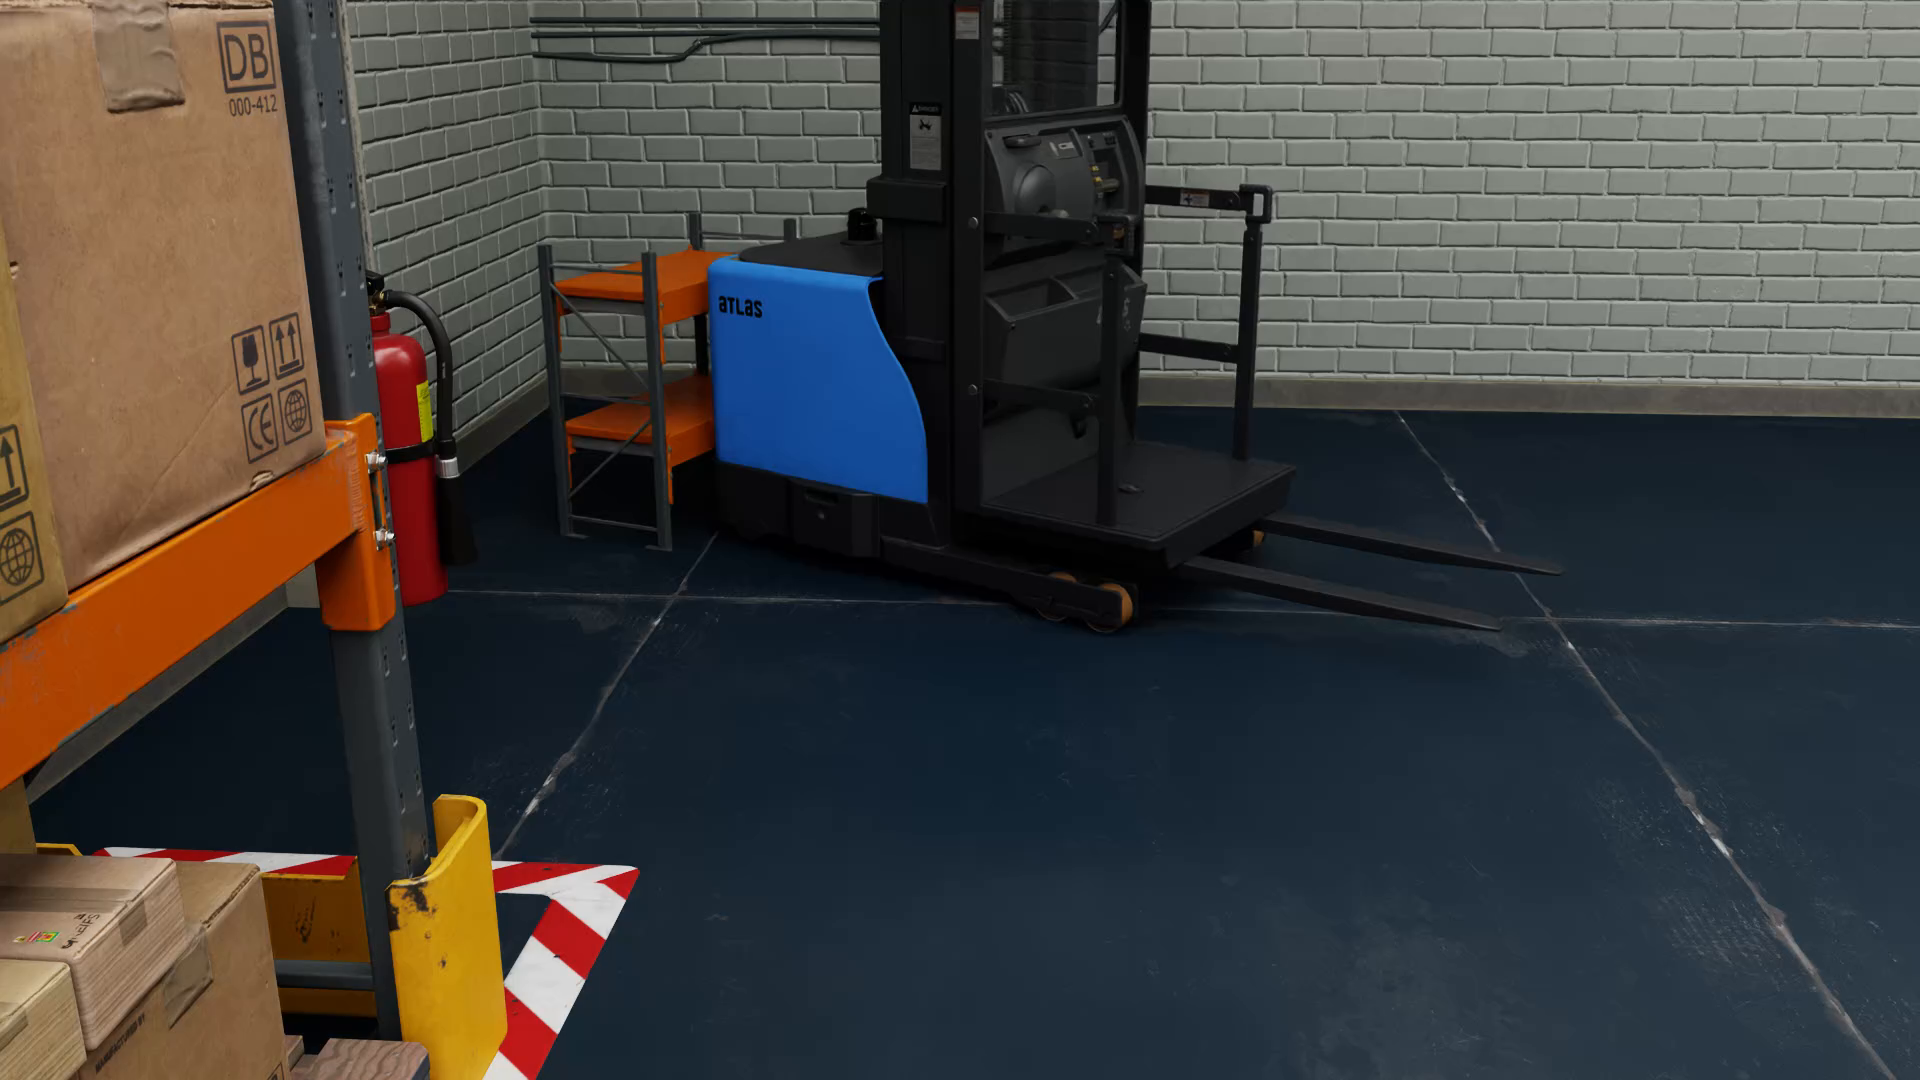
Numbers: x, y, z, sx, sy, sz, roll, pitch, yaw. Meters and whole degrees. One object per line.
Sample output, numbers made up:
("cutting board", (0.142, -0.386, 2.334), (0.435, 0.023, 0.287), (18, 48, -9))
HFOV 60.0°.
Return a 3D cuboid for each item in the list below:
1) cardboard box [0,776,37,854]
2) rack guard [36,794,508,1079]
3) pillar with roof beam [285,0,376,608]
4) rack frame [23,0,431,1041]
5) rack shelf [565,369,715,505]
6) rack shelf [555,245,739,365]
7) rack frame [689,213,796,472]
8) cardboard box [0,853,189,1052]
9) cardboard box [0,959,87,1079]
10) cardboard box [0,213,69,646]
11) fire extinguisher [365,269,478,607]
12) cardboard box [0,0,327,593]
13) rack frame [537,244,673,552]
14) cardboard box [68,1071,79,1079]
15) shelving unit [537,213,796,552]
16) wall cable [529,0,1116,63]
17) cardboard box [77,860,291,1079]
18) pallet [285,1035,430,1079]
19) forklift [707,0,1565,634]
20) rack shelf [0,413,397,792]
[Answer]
("cardboard box", (-1.653, 0.459, 2.502), (0.380, 0.149, 0.250), (1, 18, 4))
("rack guard", (-1.510, 0.783, 3.229), (1.175, 0.500, 0.348), (1, 18, 4))
("pillar with roof beam", (2.113, -4.010, 4.208), (9.100, 9.000, 0.400), (1, 18, 4))
("rack frame", (-1.512, -0.397, 2.817), (1.000, 3.000, 0.127), (1, 18, 4))
("rack shelf", (-1.116, -0.436, 6.733), (0.538, 0.278, 1.000), (8, 20, 23))
("rack shelf", (-1.116, -0.947, 6.566), (0.538, 0.278, 1.000), (8, 20, 23))
("rack frame", (-0.909, -0.813, 7.098), (0.500, 1.125, 0.032), (8, 20, 23))
("cardboard box", (-1.289, 0.547, 2.236), (0.380, 0.149, 0.250), (1, 18, 3))
("cardboard box", (-1.307, 0.626, 1.993), (0.380, 0.149, 0.250), (2, 18, 5))
("cardboard box", (-1.579, -0.155, 1.596), (0.980, 0.700, 0.700), (1, 18, 3))
("fire extinguisher", (-1.040, -0.220, 2.999), (0.296, 0.674, 0.183), (1, 18, 4))
("cardboard box", (-1.538, -0.381, 2.286), (0.980, 0.700, 0.700), (2, 18, 6))
("rack frame", (-1.324, -0.524, 6.216), (0.500, 1.125, 0.032), (8, 20, 23))
("cardboard box", (-1.498, 0.966, 1.996), (0.700, 0.500, 0.500), (1, 18, 4))
("shelving unit", (-1.116, -0.669, 6.657), (0.538, 1.125, 1.048), (8, 20, 23))
("wall cable", (-0.750, -3.521, 7.703), (3.097, 2.526, 0.112), (1, 18, 4))
("cardboard box", (-1.462, 0.811, 2.471), (0.700, 0.500, 0.500), (1, 18, 4))
("pallet", (-1.491, 1.178, 2.488), (1.003, 0.211, 1.213), (1, 18, 4))
("forklift", (0.543, -1.272, 5.599), (3.031, 2.935, 1.130), (12, 22, 33))
("rack shelf", (-1.655, 0.566, 1.033), (1.077, 0.370, 4.000), (1, 18, 4))
